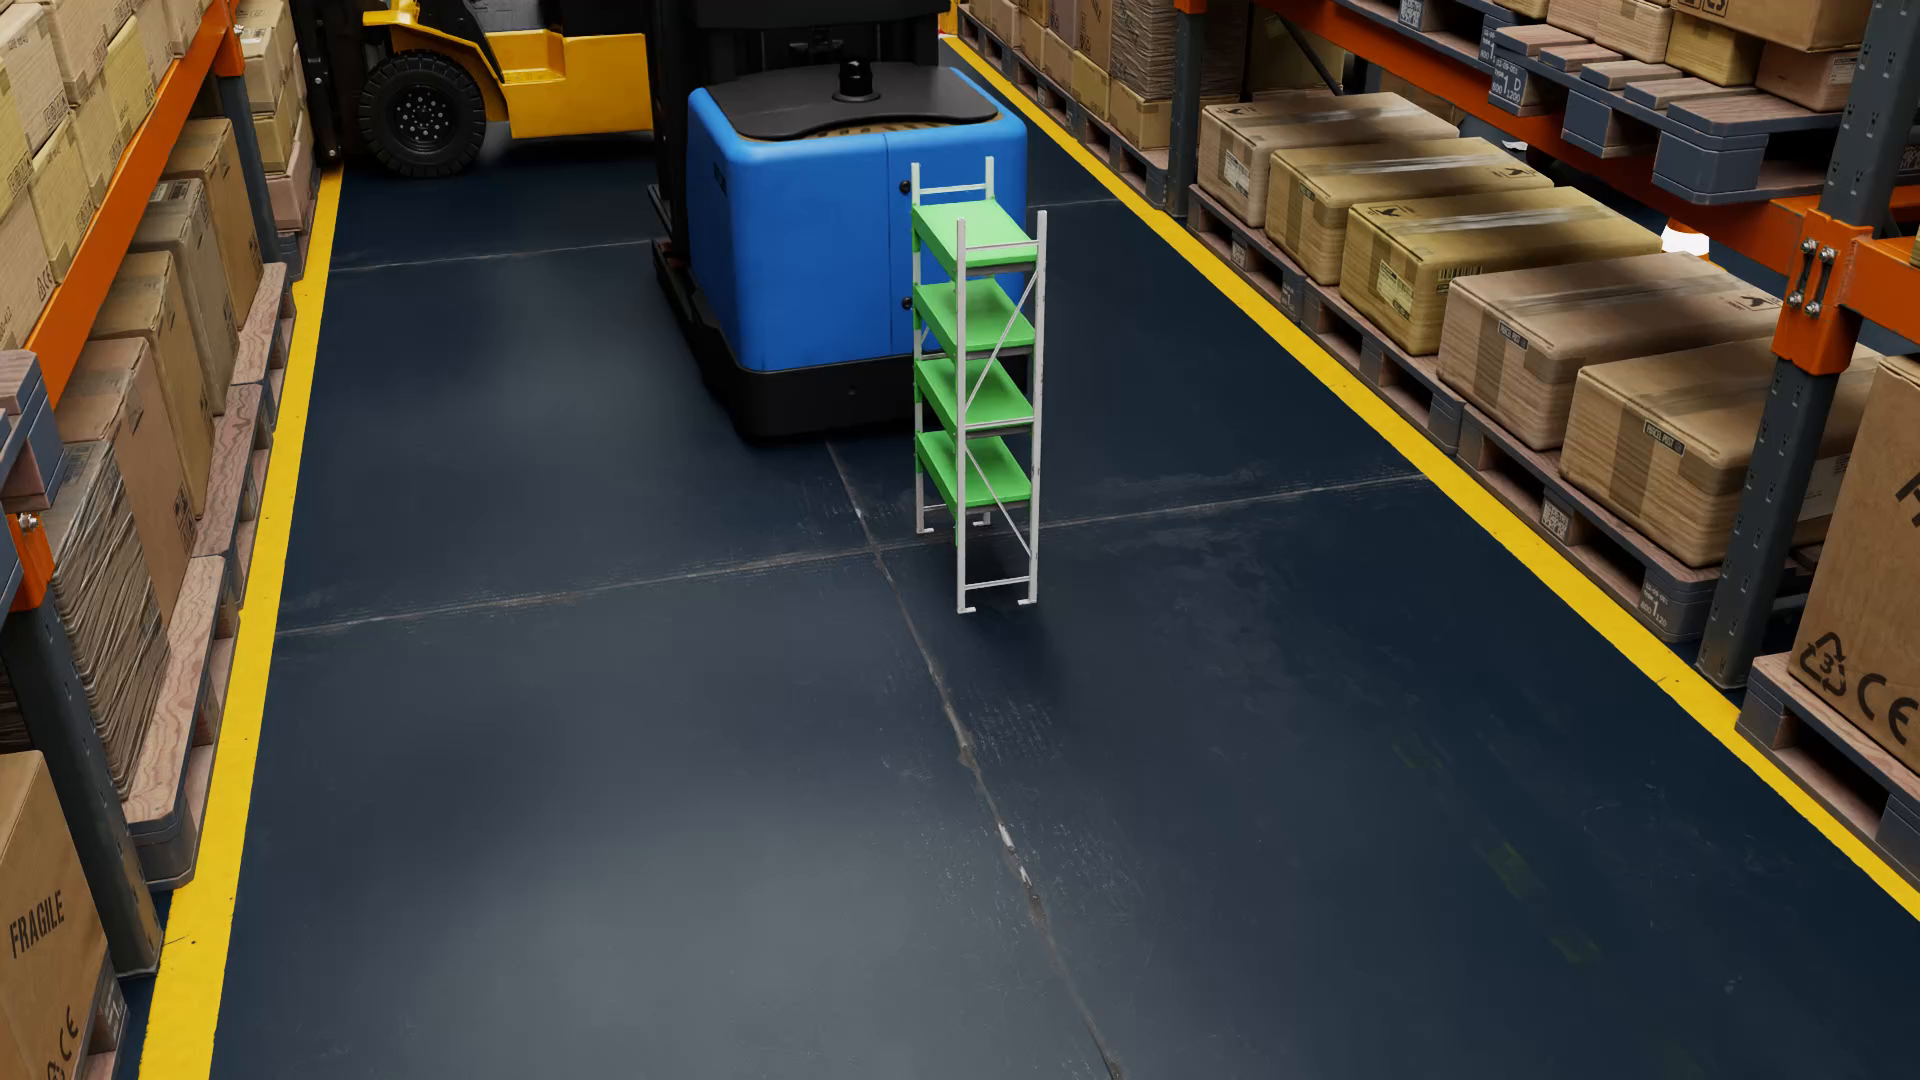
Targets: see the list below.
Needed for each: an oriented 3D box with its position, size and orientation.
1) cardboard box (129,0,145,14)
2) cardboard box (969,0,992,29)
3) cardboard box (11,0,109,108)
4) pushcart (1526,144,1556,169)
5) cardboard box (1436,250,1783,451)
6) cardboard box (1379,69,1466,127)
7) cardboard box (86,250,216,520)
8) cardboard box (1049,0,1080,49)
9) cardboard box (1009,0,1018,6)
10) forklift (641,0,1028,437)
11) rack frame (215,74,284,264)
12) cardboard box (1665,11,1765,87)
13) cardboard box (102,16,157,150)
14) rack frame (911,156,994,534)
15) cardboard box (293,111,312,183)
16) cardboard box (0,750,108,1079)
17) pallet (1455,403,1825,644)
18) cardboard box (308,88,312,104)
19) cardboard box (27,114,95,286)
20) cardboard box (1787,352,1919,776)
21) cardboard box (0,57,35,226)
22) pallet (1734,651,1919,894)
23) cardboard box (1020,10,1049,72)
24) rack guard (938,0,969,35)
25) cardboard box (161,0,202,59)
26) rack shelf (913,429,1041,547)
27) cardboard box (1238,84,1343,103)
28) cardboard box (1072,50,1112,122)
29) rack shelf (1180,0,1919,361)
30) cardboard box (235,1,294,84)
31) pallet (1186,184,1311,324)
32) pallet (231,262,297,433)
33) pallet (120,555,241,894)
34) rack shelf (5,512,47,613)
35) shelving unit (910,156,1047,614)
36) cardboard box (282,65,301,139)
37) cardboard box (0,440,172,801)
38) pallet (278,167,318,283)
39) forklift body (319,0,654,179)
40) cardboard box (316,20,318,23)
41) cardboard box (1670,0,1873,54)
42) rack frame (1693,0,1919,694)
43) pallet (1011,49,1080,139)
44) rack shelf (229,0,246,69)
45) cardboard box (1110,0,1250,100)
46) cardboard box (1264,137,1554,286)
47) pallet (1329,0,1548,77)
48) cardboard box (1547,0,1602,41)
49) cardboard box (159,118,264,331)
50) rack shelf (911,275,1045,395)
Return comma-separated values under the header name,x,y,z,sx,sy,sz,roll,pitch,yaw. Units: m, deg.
name,x,y,z,sx,sy,sz,roll,pitch,yaw
cardboard box,-2.655,-1.700,4.844,0.500,0.250,0.500,-7,31,-12
cardboard box,0.365,-3.406,10.466,0.500,0.250,0.500,-8,31,-14
cardboard box,-2.379,-1.210,3.998,0.500,0.250,0.500,-9,31,-15
pushcart,3.664,-2.101,8.503,1.648,0.377,0.936,-20,35,-30
cardboard box,2.197,-0.651,5.584,0.950,0.372,0.625,-8,31,-14
cardboard box,2.506,-2.526,9.113,0.500,0.500,0.500,13,32,21
cardboard box,-2.756,-0.412,4.918,0.875,0.625,0.625,-9,31,-15
cardboard box,0.790,-2.967,8.958,0.500,0.500,0.500,-6,31,-11
cardboard box,0.515,-3.467,9.823,0.500,0.500,0.500,-9,31,-15
forklift,-0.693,-2.350,6.384,1.130,2.935,3.031,-9,31,-15
rack frame,-3.306,-2.247,6.138,1.000,3.000,0.127,-8,31,-13
cardboard box,2.086,-1.297,4.328,0.380,0.149,0.250,-7,31,-13
cardboard box,-2.534,-1.239,4.546,0.500,0.250,0.500,-7,31,-12
rack frame,-0.021,-0.557,5.015,0.240,1.200,0.015,-8,31,-13
cardboard box,-3.265,-1.760,7.621,0.500,0.250,0.500,-9,31,-14
cardboard box,-1.924,0.761,3.018,0.500,0.500,0.500,-7,31,-12
pallet,2.335,-0.148,5.294,1.003,0.211,1.213,-8,31,-13
cardboard box,-3.532,-2.254,8.475,0.500,0.250,0.500,-7,31,-12
cardboard box,-2.255,-0.741,3.685,0.500,0.250,0.500,-9,31,-14
cardboard box,2.644,0.106,3.775,0.875,0.875,0.875,-8,31,-14
cardboard box,-2.102,-0.717,3.144,0.500,0.250,0.500,-8,31,-13
pallet,2.677,0.621,3.967,1.003,0.211,1.213,-8,31,-13
cardboard box,0.650,-2.897,9.586,0.500,0.250,0.500,-6,31,-10
rack guard,0.437,-3.722,11.182,1.175,0.500,0.348,-8,31,-13
cardboard box,-2.781,-1.731,5.397,0.500,0.250,0.500,-8,31,-14
rack shelf,0.044,-0.176,4.964,0.258,0.148,0.480,-8,31,-13
cardboard box,1.583,-2.221,8.419,0.500,0.250,0.500,-9,31,-16
cardboard box,0.912,-2.406,8.738,0.500,0.250,0.500,-9,31,-15
rack shelf,2.010,-1.631,5.792,1.077,0.370,4.000,-8,31,-13
cardboard box,-3.258,-2.195,7.376,0.500,0.250,0.500,-8,31,-13
pallet,1.687,-1.326,7.330,1.003,0.211,1.213,-8,31,-13
pallet,-3.072,-0.689,6.230,1.003,0.211,1.213,-8,31,-13
pallet,-2.425,0.489,4.194,1.003,0.211,1.213,-8,31,-13
rack shelf,-1.713,0.962,1.311,1.077,0.370,4.000,-8,31,-13
shelving unit,0.044,-0.439,4.811,0.258,1.200,0.503,-8,31,-13
cardboard box,-3.272,-1.973,7.490,0.500,0.250,0.500,-8,31,-14
cardboard box,-2.396,0.228,3.813,0.875,0.625,0.625,-7,31,-12
pallet,-3.476,-1.430,7.509,1.003,0.211,1.213,-8,31,-13
forklift body,-2.105,-3.138,8.525,2.313,2.155,1.214,-8,31,-13
cardboard box,-3.657,-2.703,8.753,0.500,0.250,0.500,-9,31,-14
cardboard box,2.152,-1.513,4.054,0.500,0.500,0.500,-9,31,-15
rack frame,2.541,-0.977,3.943,1.000,3.000,0.127,-8,31,-13
pallet,0.939,-2.612,9.552,1.003,0.211,1.213,-8,31,-13
rack shelf,-3.837,-2.902,7.987,1.077,0.370,4.000,-8,31,-13
cardboard box,1.063,-2.475,8.109,0.500,0.500,0.500,-8,31,-14
cardboard box,1.815,-1.353,6.798,0.950,0.372,0.625,-6,31,-10
pallet,1.976,-1.844,5.634,1.003,0.211,1.213,-8,31,-13
cardboard box,1.917,-1.535,4.739,0.380,0.149,0.250,-9,31,-16
cardboard box,-3.156,-1.150,6.195,0.875,0.625,0.625,-6,31,-11
rack shelf,0.044,-0.592,4.723,0.258,0.148,0.480,-8,31,-13
